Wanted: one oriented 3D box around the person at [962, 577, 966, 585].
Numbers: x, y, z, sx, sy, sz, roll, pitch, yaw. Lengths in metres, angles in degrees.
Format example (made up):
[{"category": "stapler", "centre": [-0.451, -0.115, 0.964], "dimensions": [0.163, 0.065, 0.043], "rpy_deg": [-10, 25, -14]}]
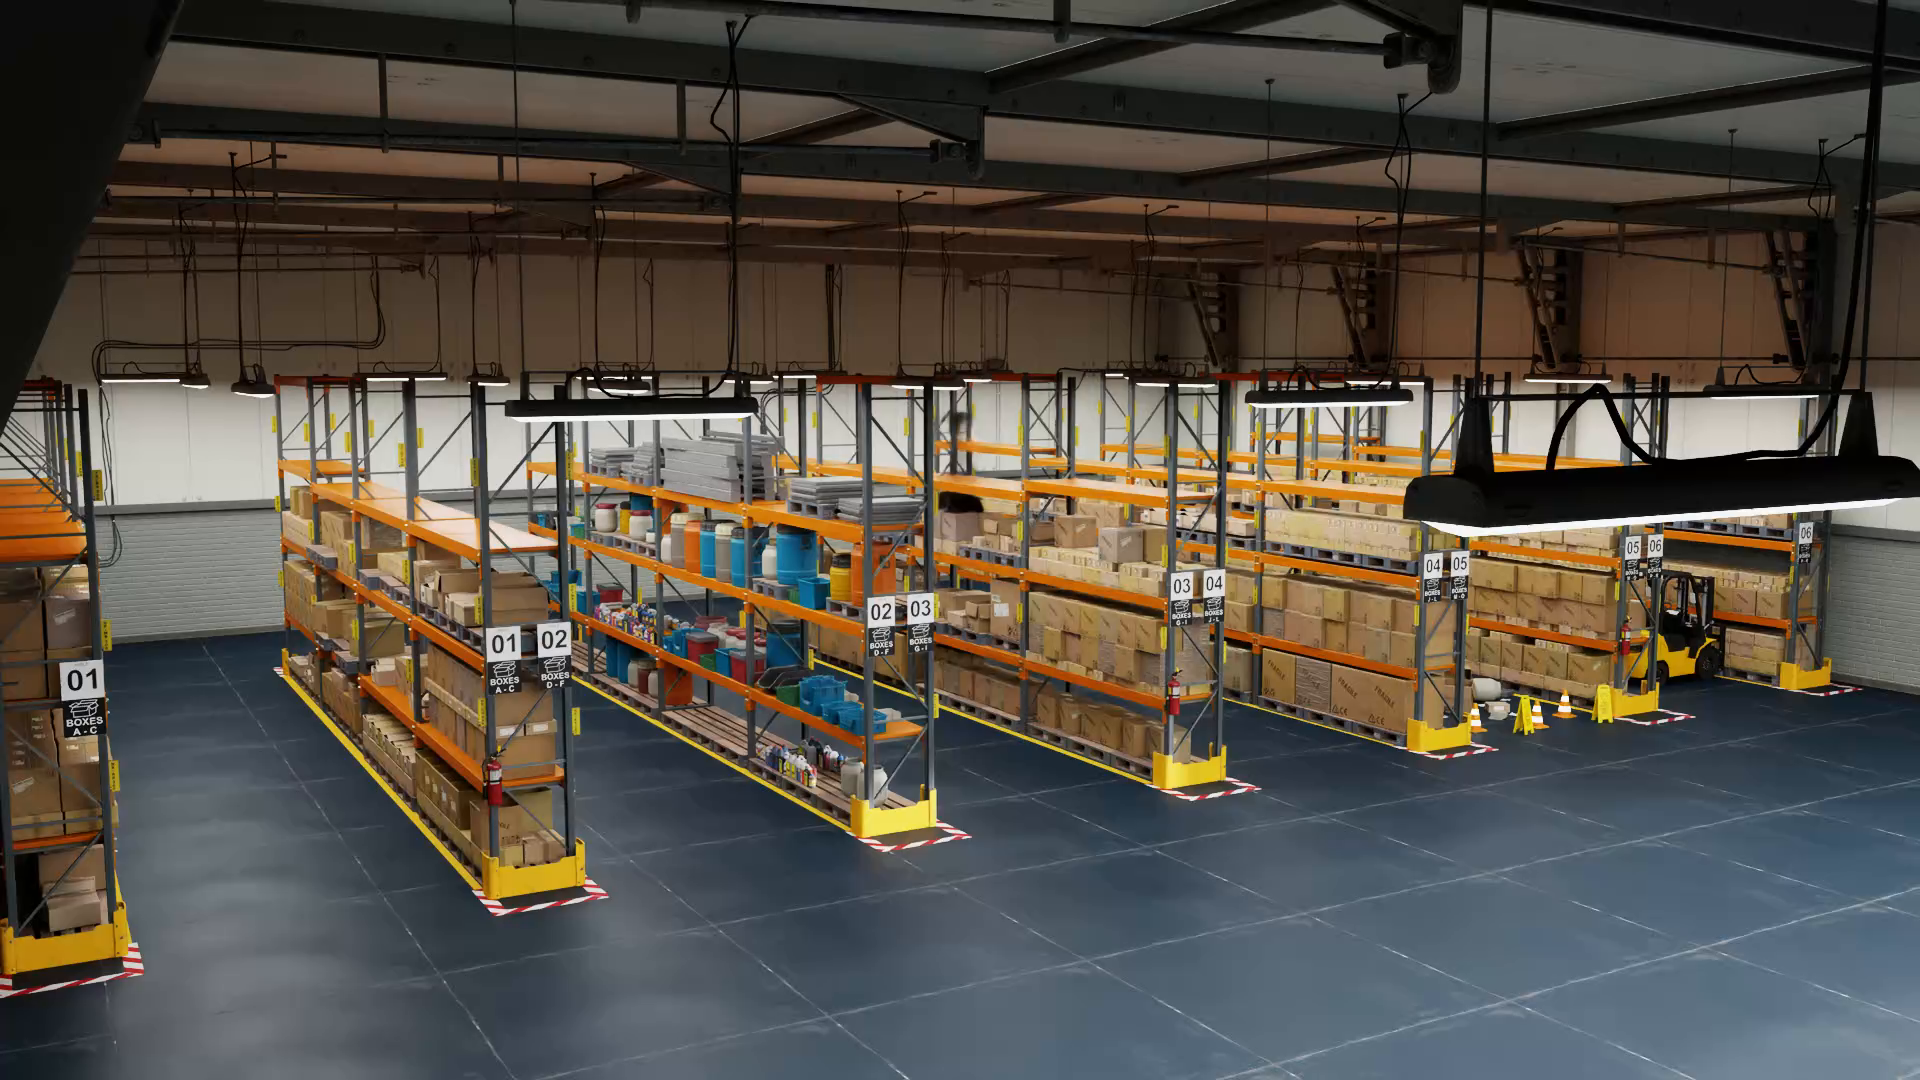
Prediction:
[{"category": "person", "centre": [0.032, 0.882, 43.412], "dimensions": [0.523, 1.392, 0.829], "rpy_deg": [4, 7, 30]}]
